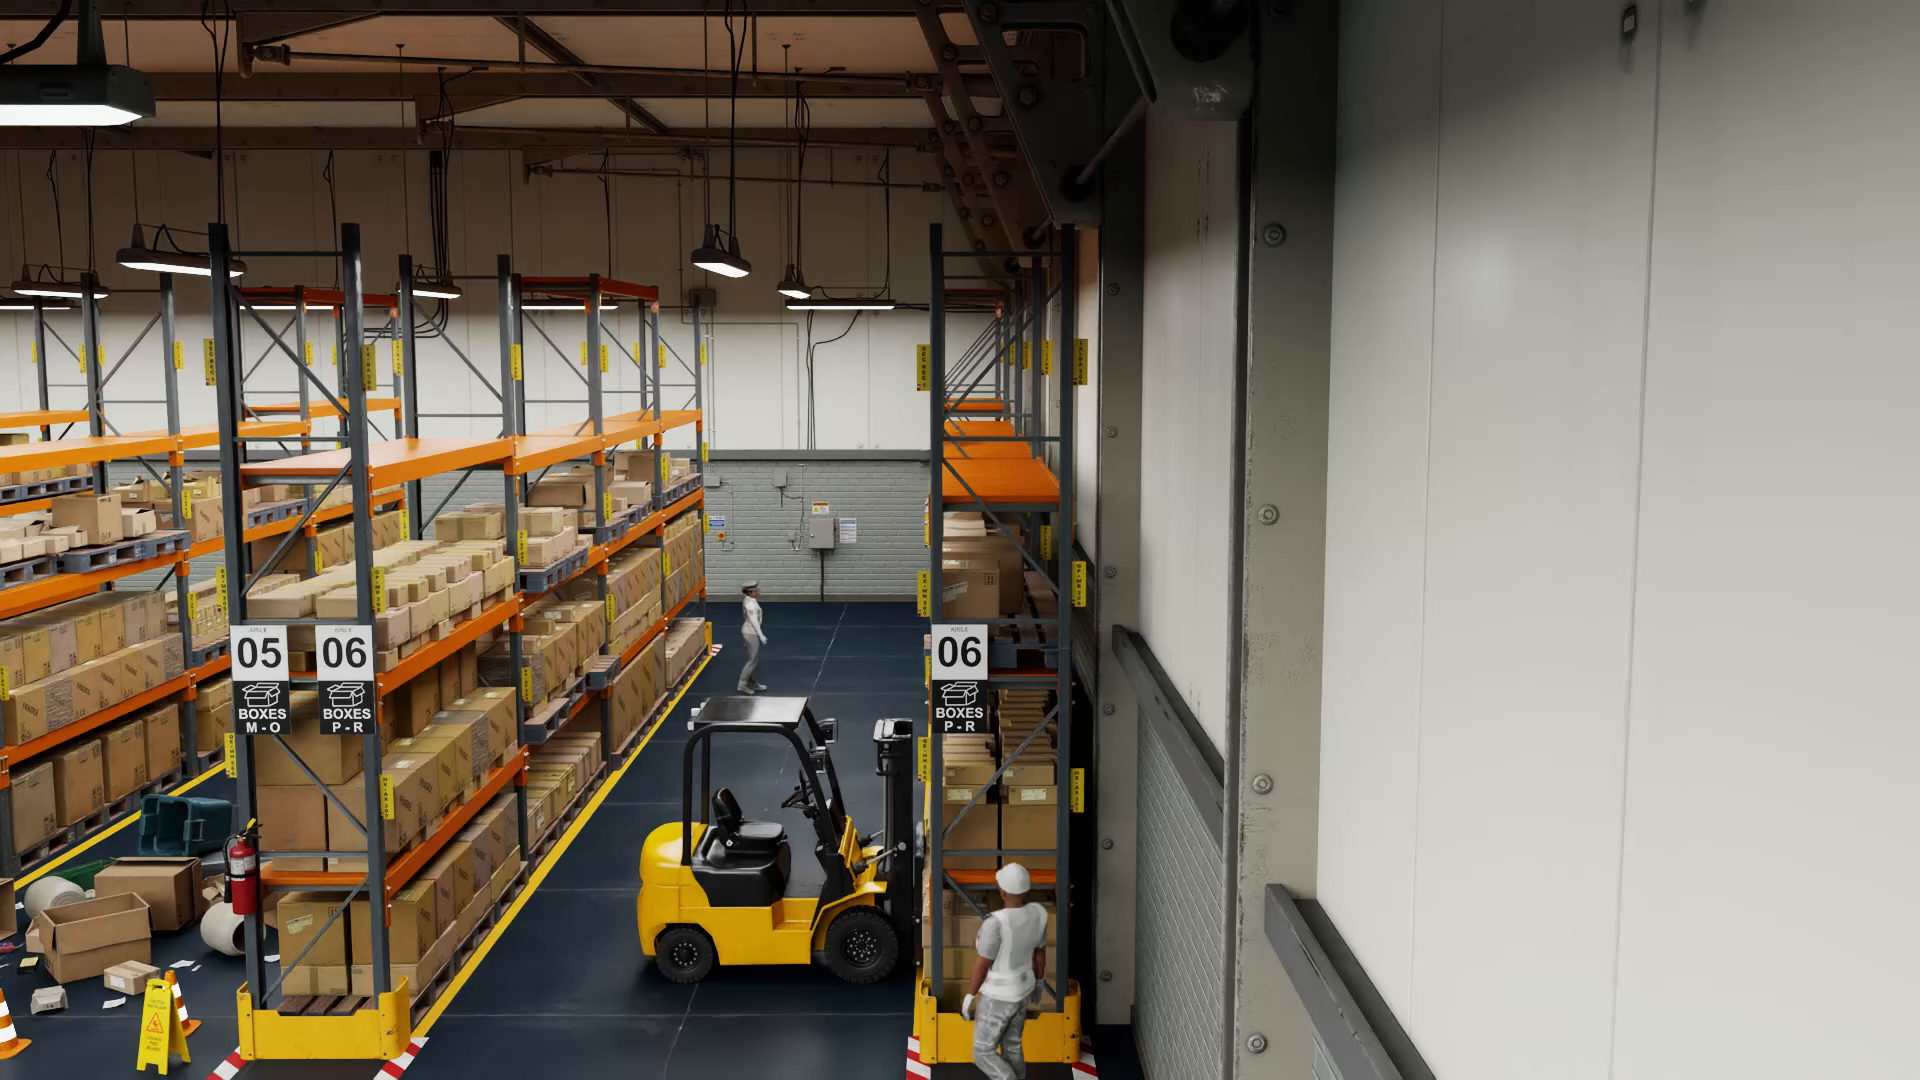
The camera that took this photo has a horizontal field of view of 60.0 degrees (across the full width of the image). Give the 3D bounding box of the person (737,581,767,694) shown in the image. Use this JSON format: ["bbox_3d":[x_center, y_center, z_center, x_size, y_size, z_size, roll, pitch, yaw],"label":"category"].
[{"bbox_3d":[-3.111,1.447,24.785,0.475,1.681,0.496,-1,7,-12],"label":"person"}]

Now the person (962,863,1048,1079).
[{"bbox_3d":[0.322,2.996,11.006,0.474,1.789,0.634,3,7,27],"label":"person"}]
